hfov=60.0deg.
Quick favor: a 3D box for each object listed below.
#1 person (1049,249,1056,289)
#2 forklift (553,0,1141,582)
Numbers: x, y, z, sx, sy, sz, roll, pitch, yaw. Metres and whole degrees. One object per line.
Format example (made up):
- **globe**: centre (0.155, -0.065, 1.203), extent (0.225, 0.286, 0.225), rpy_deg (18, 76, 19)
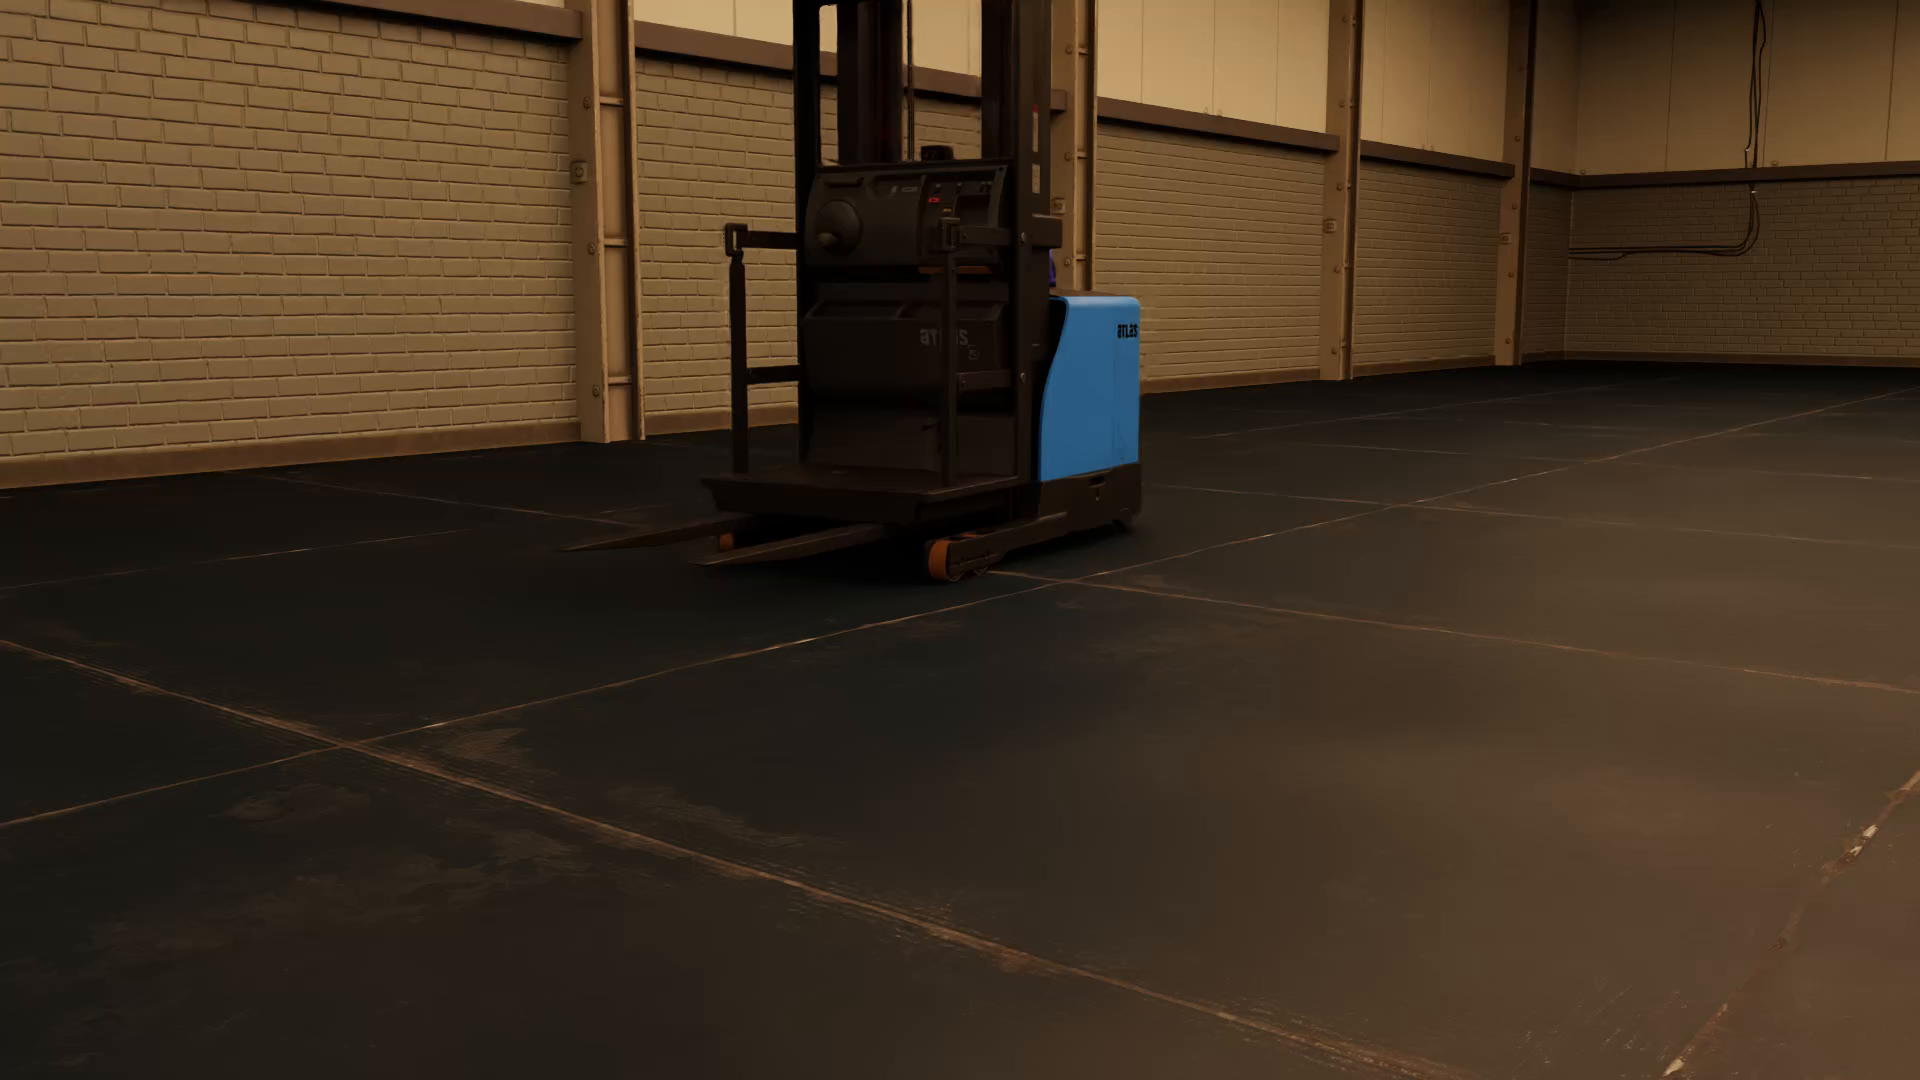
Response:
- **person**: centre (0.283, -1.073, 8.975), extent (0.569, 1.654, 0.504), rpy_deg (-1, 8, -7)
- **forklift**: centre (-0.335, -1.364, 6.605), extent (1.130, 2.935, 3.031), rpy_deg (5, 10, 30)
